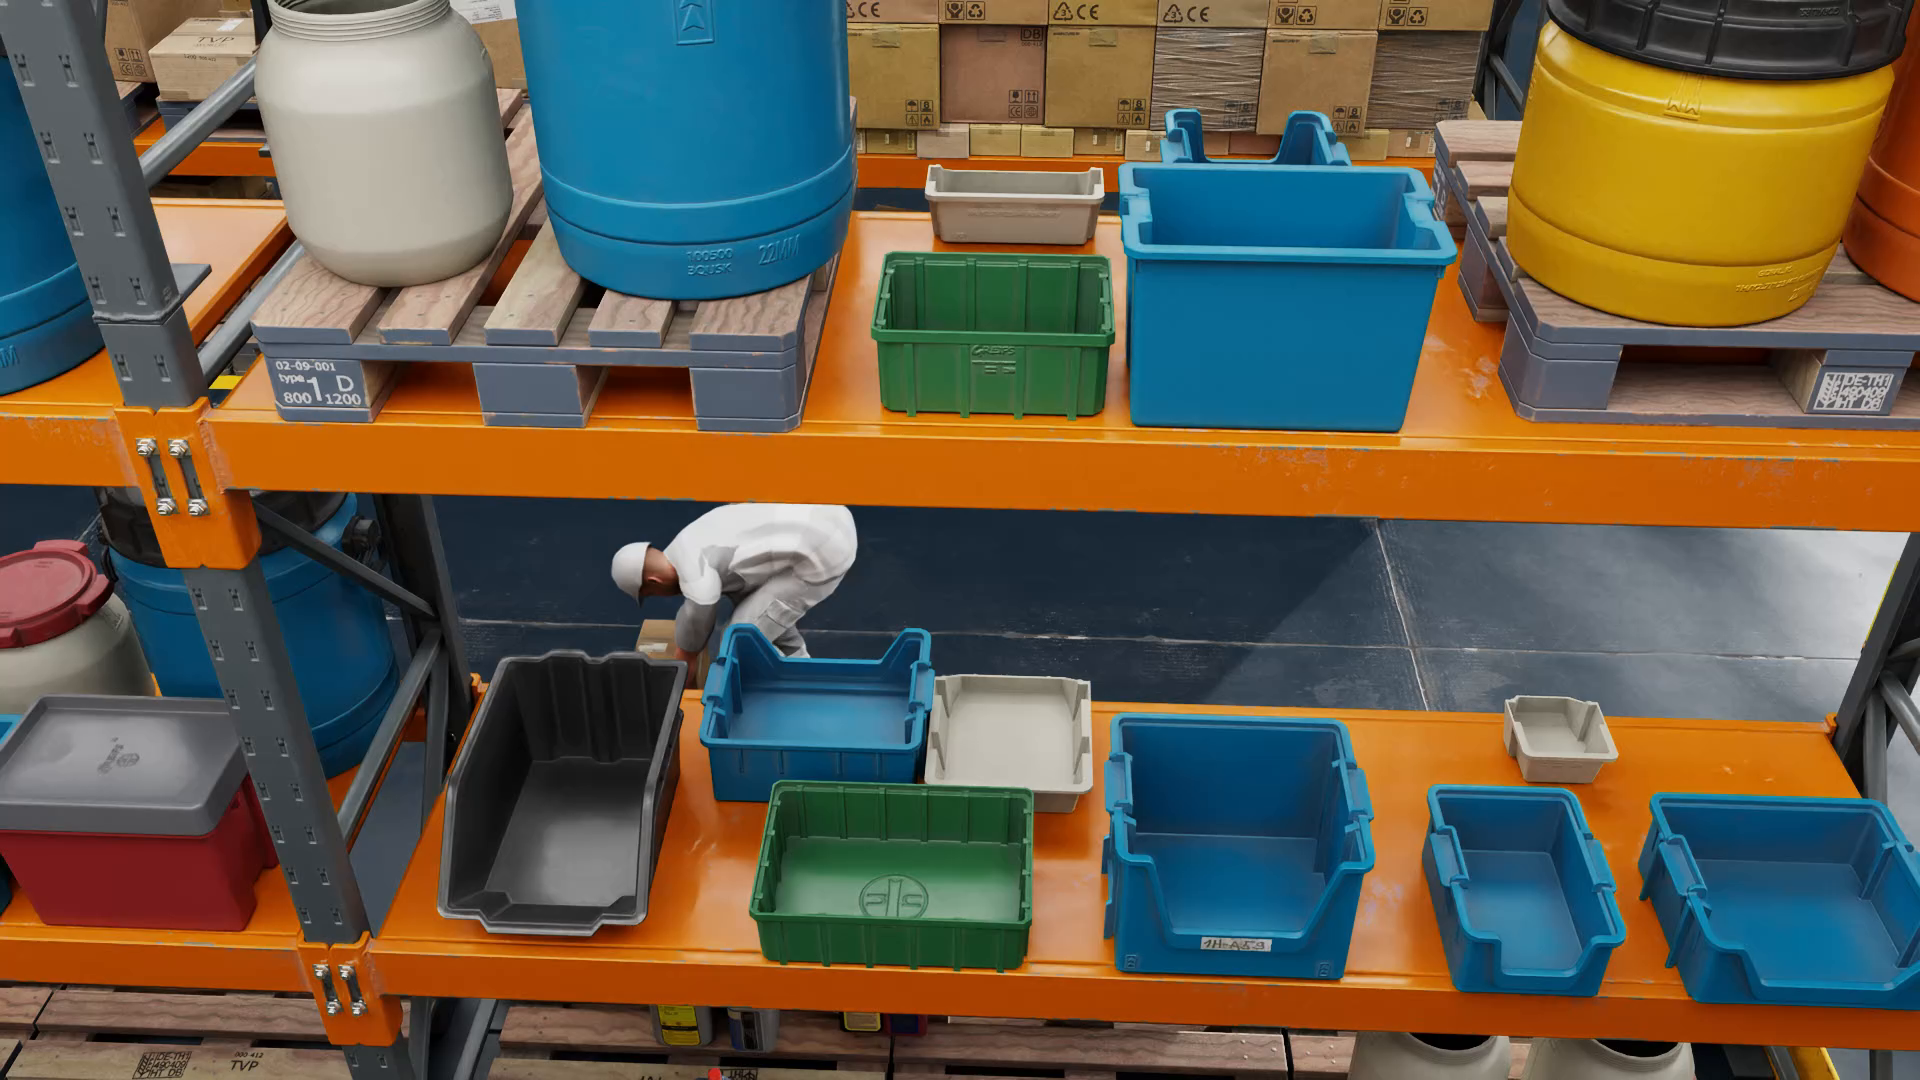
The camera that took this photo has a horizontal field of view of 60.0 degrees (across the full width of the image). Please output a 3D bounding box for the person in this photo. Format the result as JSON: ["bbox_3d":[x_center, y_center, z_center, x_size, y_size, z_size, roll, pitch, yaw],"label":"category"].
[{"bbox_3d":[-0.864,0.258,6.477,0.949,0.956,0.528,0,35,0],"label":"person"}]
